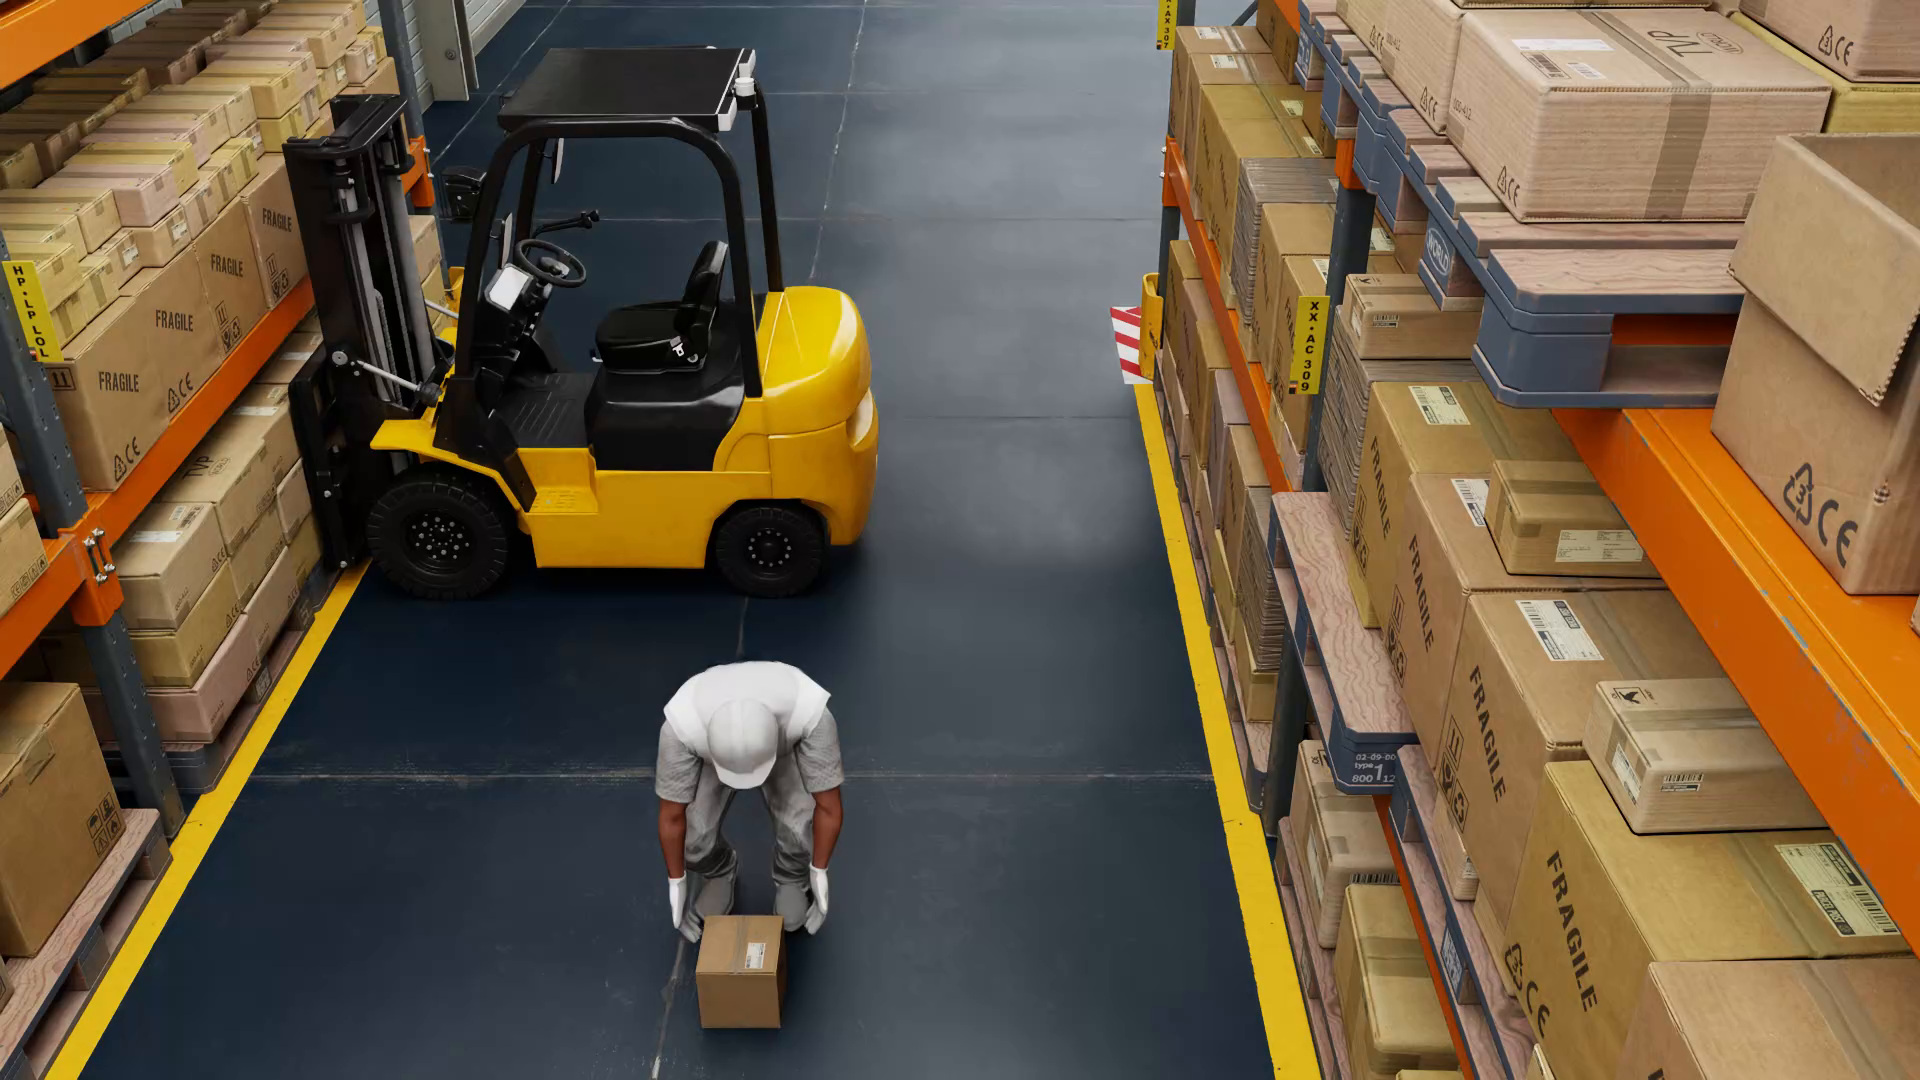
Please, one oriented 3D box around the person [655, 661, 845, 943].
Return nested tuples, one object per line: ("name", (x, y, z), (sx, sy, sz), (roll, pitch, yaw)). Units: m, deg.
("person", (-0.659, 0.798, 5.423), (0.592, 1.140, 0.866), (0, 31, 0))
